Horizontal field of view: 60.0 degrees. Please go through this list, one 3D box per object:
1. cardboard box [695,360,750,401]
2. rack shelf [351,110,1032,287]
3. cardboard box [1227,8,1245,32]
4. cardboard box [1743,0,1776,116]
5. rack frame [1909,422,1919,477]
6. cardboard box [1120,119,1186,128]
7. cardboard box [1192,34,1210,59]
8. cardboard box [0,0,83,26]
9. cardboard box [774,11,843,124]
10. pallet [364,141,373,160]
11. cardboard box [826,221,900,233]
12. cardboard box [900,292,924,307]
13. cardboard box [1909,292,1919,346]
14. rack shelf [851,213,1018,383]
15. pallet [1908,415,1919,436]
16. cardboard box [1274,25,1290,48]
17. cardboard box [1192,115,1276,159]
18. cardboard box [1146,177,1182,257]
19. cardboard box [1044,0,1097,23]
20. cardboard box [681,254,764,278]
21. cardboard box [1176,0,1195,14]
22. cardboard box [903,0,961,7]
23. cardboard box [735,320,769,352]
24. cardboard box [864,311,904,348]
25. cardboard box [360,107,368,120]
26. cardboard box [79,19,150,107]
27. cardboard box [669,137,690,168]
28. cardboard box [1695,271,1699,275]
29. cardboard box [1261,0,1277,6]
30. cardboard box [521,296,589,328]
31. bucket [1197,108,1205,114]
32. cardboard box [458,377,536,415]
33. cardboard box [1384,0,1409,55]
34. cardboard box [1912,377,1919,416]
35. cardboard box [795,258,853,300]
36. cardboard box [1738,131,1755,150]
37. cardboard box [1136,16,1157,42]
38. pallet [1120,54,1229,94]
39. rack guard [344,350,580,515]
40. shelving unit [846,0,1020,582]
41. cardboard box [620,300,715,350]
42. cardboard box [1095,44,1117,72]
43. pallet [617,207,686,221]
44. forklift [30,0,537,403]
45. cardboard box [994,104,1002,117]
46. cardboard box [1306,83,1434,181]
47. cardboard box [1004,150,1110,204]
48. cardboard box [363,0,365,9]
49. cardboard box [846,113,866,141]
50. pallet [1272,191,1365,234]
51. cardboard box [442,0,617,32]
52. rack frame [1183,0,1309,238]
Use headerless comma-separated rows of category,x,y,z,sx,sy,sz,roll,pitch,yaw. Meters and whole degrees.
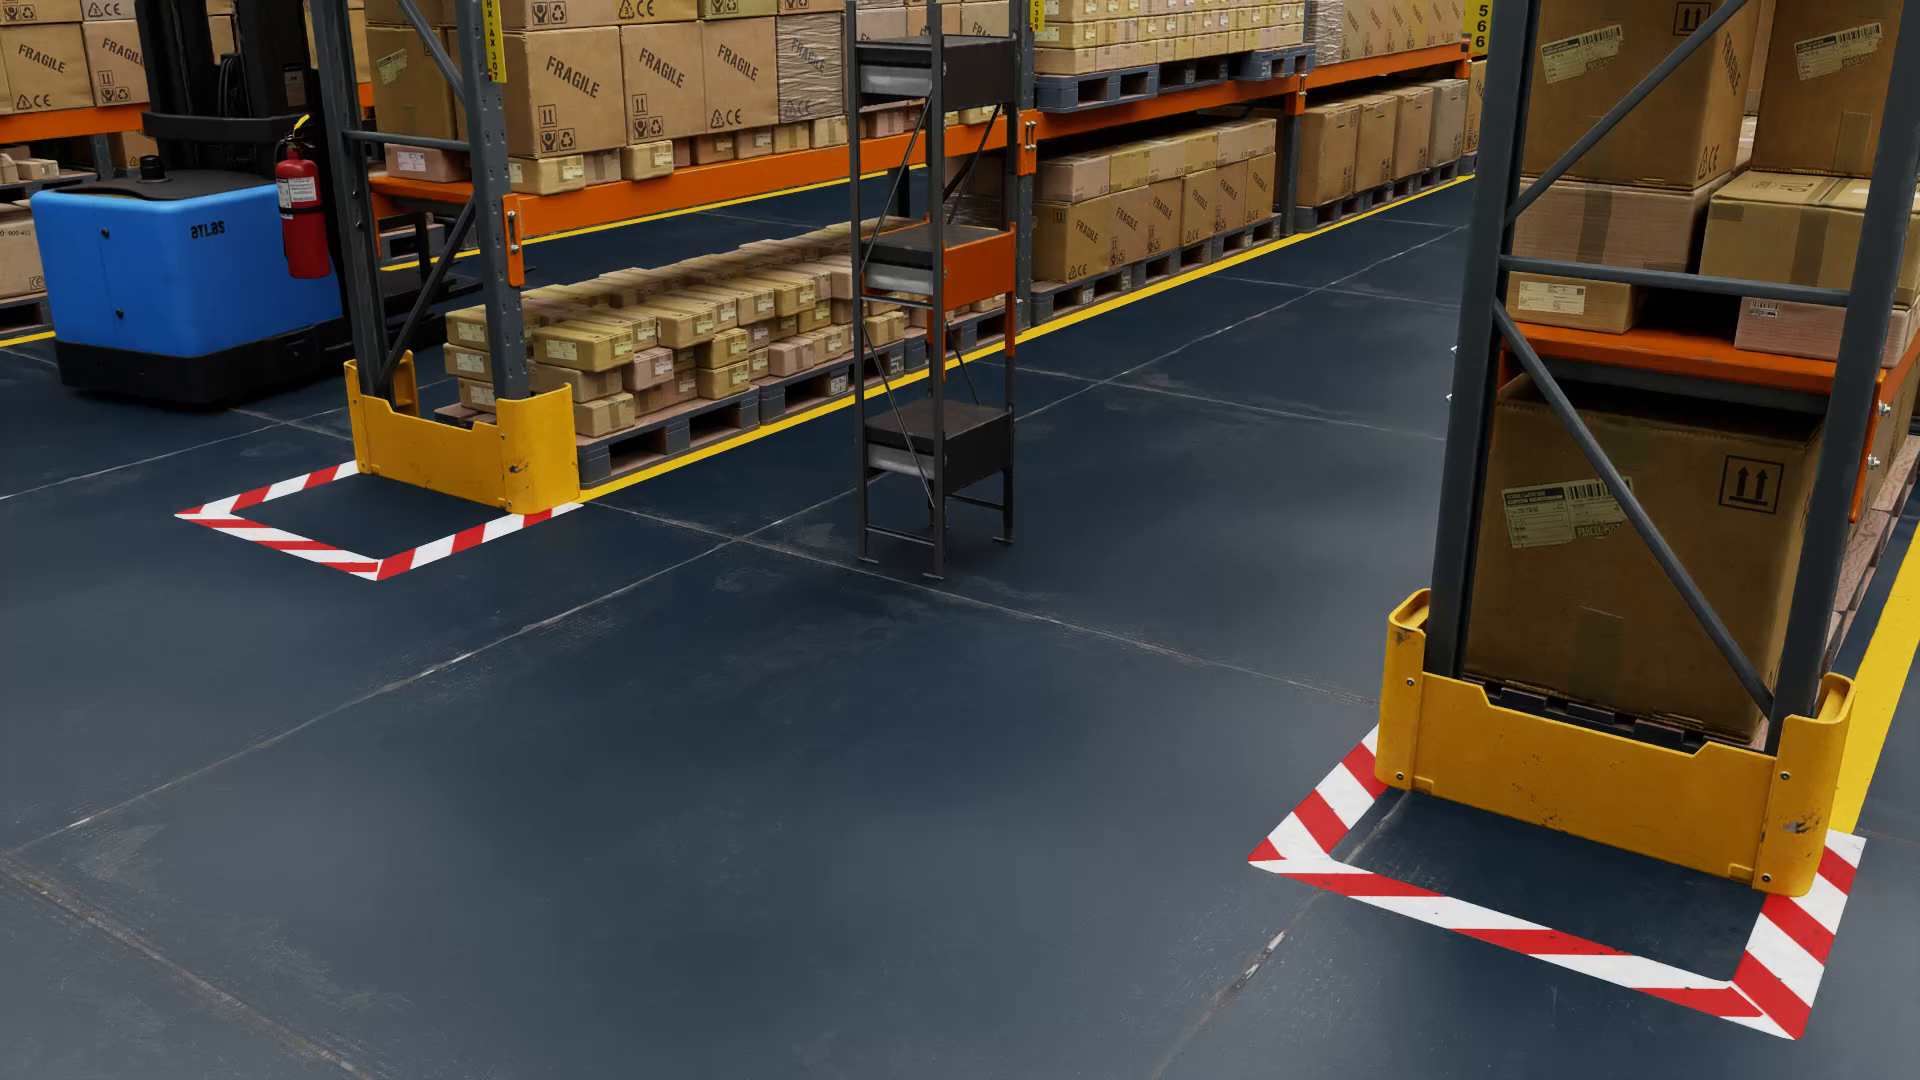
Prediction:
cardboard box,-1.253,-0.808,8.129,0.380,0.149,0.250,14,24,32
rack shelf,-1.135,-1.881,8.563,1.077,0.370,4.000,13,24,32
cardboard box,1.759,-3.632,11.589,0.380,0.149,0.250,13,24,31
cardboard box,2.982,-1.839,6.119,0.500,0.500,0.500,12,24,30
rack frame,4.034,-1.796,7.296,1.000,3.000,0.127,13,24,32
cardboard box,1.365,-3.020,12.522,0.500,0.250,0.500,13,24,31
cardboard box,1.465,-3.342,11.232,0.380,0.149,0.250,12,23,29
cardboard box,-5.620,-3.328,9.854,0.500,0.500,0.500,13,24,30
cardboard box,-0.932,-2.350,8.220,0.500,0.500,0.500,13,24,30
pallet,-6.471,-4.328,18.162,1.003,0.211,1.213,13,24,32
cardboard box,-0.580,-1.805,9.967,0.380,0.149,0.250,15,25,34
cardboard box,-0.425,-1.426,9.371,0.380,0.149,0.250,14,24,32
cardboard box,2.401,-0.642,4.538,0.380,0.149,0.250,13,24,31
rack shelf,-0.093,-0.925,6.277,0.431,0.518,0.480,13,24,32
pallet,4.406,-0.724,8.418,1.003,0.211,1.213,13,24,32
cardboard box,2.199,-3.717,12.246,0.380,0.149,0.250,13,24,32
cardboard box,2.070,-3.069,12.654,0.500,0.250,0.500,13,24,31
cardboard box,1.203,-2.282,11.608,0.500,0.500,0.500,14,24,33
cardboard box,0.591,-3.173,9.920,0.380,0.149,0.250,15,25,35
cardboard box,-1.276,-1.429,8.951,0.380,0.149,0.250,13,24,32
cardboard box,1.317,-3.545,10.923,0.380,0.149,0.250,14,25,34
cardboard box,-0.338,-3.110,8.836,0.500,0.500,0.500,12,24,30
cardboard box,-1.183,-1.046,8.344,0.380,0.149,0.250,12,23,29
cardboard box,-0.531,-1.176,9.124,0.380,0.149,0.250,13,24,32
cardboard box,-6.370,-4.563,17.774,0.500,0.500,0.500,13,24,31
cardboard box,-5.341,-3.002,10.414,0.500,0.500,0.500,13,24,32
cardboard box,-1.470,-1.804,7.681,0.380,0.149,0.250,15,25,34
cardboard box,2.142,-0.915,5.277,0.380,0.149,0.250,14,24,33
cardboard box,2.051,-3.921,11.941,0.380,0.149,0.250,14,25,33
cardboard box,-1.983,-1.045,7.914,0.380,0.149,0.250,14,24,33
bucket,2.656,-4.754,17.820,0.620,0.611,0.726,-24,30,-29
cardboard box,-2.136,-0.696,7.826,0.380,0.149,0.250,14,24,33
cardboard box,3.563,-4.496,14.452,0.500,0.500,0.500,13,24,31
cardboard box,4.378,-1.184,8.098,1.225,0.875,0.875,13,24,32
cardboard box,-0.668,-1.389,8.844,0.380,0.149,0.250,12,24,30
cardboard box,2.410,-1.199,5.471,0.500,0.250,0.500,12,24,30
cardboard box,1.025,-3.257,10.576,0.380,0.149,0.250,12,24,30
pallet,1.159,-3.274,11.568,1.003,0.211,1.213,13,24,32
rack guard,-2.217,-0.494,7.379,1.175,0.500,0.348,13,24,32
shelving unit,-0.093,-0.937,6.272,0.431,2.100,0.503,13,24,32
cardboard box,-1.381,-1.017,7.837,0.380,0.149,0.250,13,24,32
cardboard box,0.742,-2.975,10.241,0.380,0.149,0.250,14,24,33
pallet,-3.105,-3.008,14.593,1.003,0.211,1.213,13,24,32
forklift,-3.710,-2.542,9.411,1.130,2.935,3.031,9,22,22
cardboard box,0.022,-2.546,9.688,0.380,0.149,0.250,13,24,31
cardboard box,3.666,-3.757,15.237,1.050,0.750,0.750,13,24,32
cardboard box,0.623,-2.329,10.654,0.500,0.250,0.500,12,23,29
cardboard box,-4.198,-4.055,11.818,0.500,0.500,0.500,13,24,31
cardboard box,-0.713,-2.171,8.672,0.380,0.149,0.250,13,24,31
pallet,2.743,-2.843,14.147,1.003,0.211,1.213,13,24,32
cardboard box,-1.788,-2.377,6.852,0.500,0.500,0.500,13,24,31
rack frame,2.238,-3.940,13.092,1.000,3.000,0.127,13,24,32
